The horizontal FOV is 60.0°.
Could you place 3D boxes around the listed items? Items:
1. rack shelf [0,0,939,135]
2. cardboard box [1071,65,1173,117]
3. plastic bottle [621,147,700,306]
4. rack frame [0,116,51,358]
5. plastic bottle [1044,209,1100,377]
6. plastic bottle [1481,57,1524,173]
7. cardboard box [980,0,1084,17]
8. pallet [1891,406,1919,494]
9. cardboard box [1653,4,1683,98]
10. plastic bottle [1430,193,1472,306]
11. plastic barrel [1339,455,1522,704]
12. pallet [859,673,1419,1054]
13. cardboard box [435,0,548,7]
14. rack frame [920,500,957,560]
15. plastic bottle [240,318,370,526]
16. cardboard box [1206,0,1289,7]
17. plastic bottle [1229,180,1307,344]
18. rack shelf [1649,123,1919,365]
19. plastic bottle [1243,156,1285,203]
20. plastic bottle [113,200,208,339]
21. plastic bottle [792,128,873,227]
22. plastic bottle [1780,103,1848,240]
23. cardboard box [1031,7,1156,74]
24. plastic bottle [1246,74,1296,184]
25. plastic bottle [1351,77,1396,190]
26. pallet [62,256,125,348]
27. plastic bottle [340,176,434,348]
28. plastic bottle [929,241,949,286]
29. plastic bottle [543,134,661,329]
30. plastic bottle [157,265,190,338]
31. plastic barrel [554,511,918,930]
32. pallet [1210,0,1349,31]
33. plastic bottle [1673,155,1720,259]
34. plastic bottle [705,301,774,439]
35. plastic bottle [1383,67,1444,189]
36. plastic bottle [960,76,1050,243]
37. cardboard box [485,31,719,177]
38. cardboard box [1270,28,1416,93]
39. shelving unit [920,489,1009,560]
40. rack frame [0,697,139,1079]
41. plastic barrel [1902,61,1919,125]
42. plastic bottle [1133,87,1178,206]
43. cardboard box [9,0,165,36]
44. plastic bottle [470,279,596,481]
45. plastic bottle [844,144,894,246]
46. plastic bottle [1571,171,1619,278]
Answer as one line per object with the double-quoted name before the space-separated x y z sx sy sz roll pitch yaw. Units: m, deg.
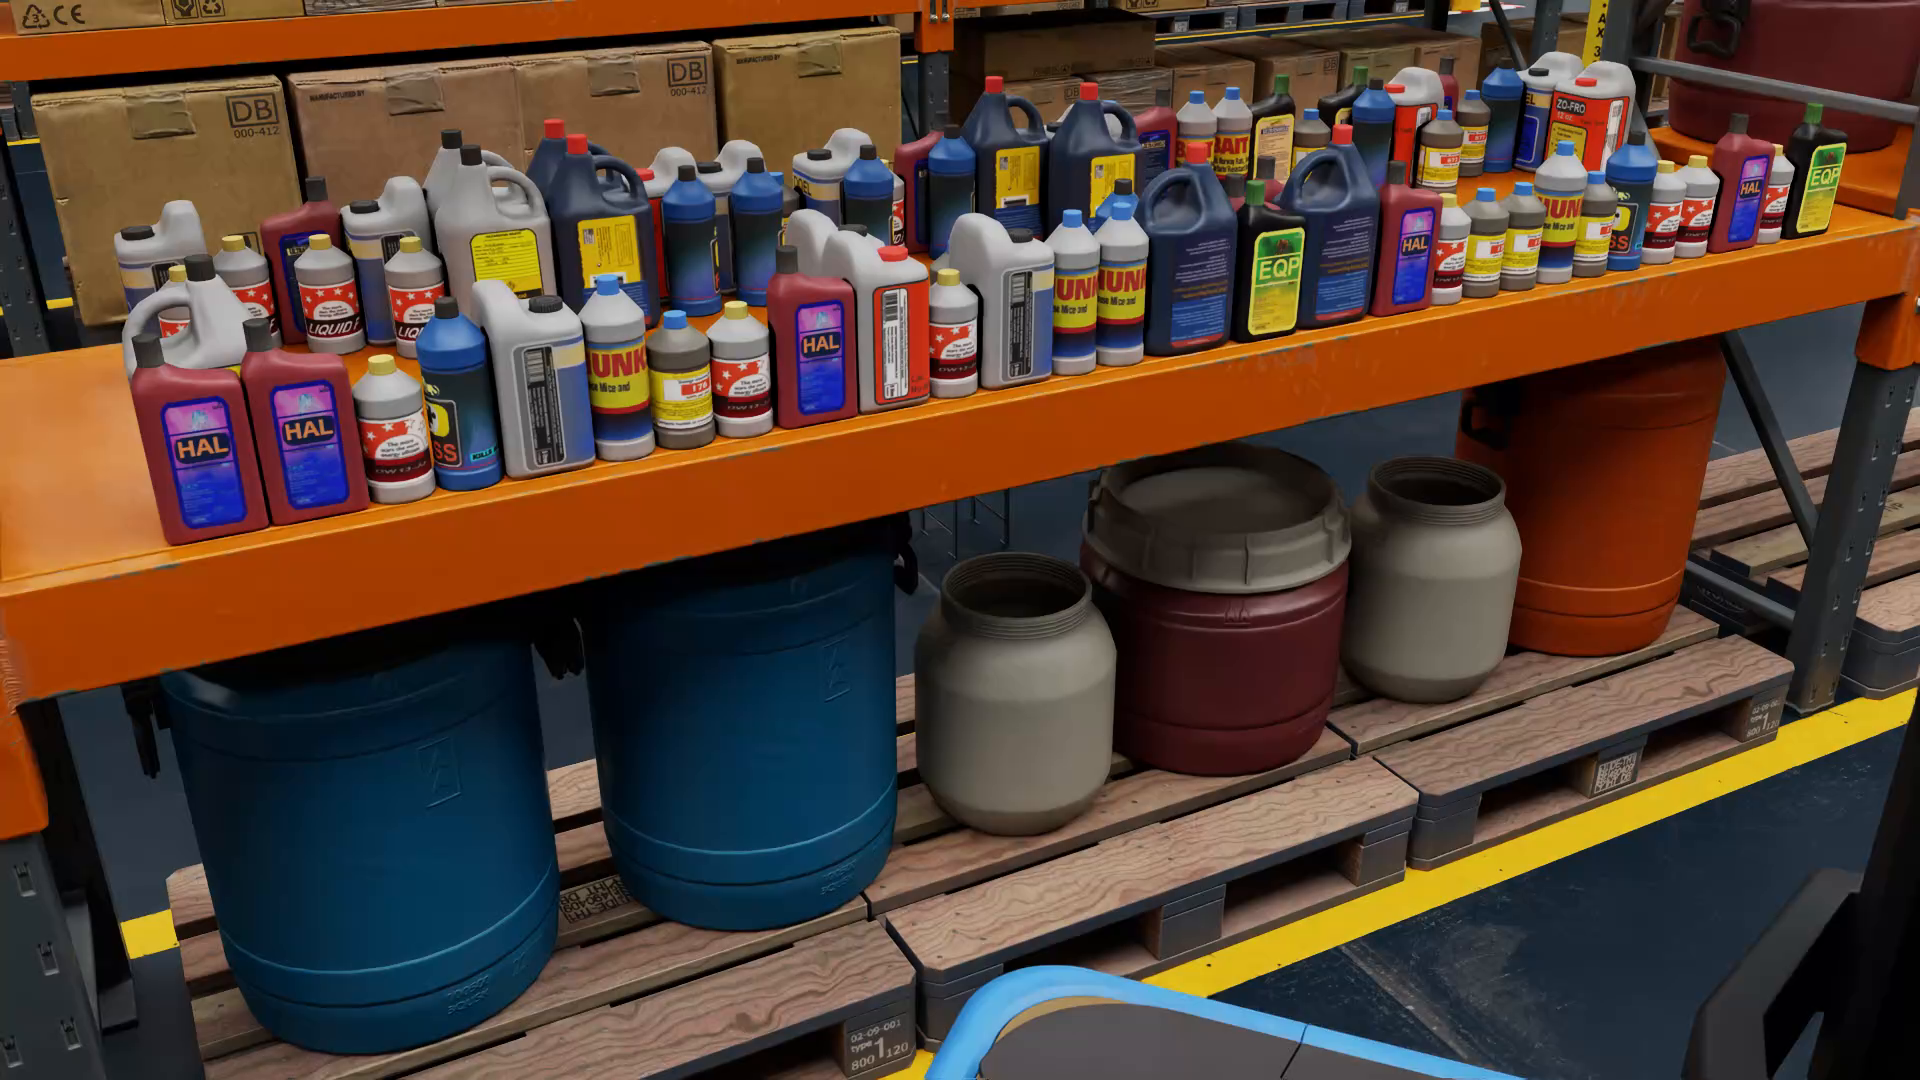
"rack shelf" -2.104 -2.256 7.314 4.000 0.370 1.077 -13 29 -25
"cardboard box" 0.726 -2.321 8.998 0.500 0.500 0.700 -16 30 -29
"plastic bottle" -0.575 -0.606 3.190 0.135 0.276 0.152 -13 29 -25
"rack frame" -3.869 -2.173 6.310 0.127 3.000 1.000 -13 29 -25
"plastic bottle" 0.186 -0.421 2.810 0.097 0.271 0.097 0 26 0
"plastic bottle" 1.342 -1.060 4.141 0.097 0.271 0.097 0 26 0
"cardboard box" 0.440 -4.731 13.753 0.750 0.750 1.050 -13 29 -25
"pallet" 3.768 -0.228 5.482 1.213 0.211 1.003 -13 29 -25
"cardboard box" 4.574 -3.207 10.866 0.500 0.500 0.500 -16 30 -30
"plastic bottle" 0.920 -0.559 3.177 0.097 0.201 0.097 0 26 0
"plastic barrel" 1.111 0.092 3.982 0.421 0.512 0.421 0 26 0
"pallet" 0.240 0.585 3.789 1.213 0.211 1.003 -13 29 -25
"cardboard box" -2.007 -2.528 6.933 0.500 0.500 0.500 -12 28 -24
"rack frame" -0.068 -0.525 4.958 0.006 1.200 0.240 -13 29 -25
"plastic bottle" -0.896 -0.167 2.268 0.133 0.283 0.061 -13 29 -25
"cardboard box" 2.327 -5.235 14.657 0.875 0.875 0.875 -13 28 -25
"plastic bottle" 0.546 -0.500 2.961 0.133 0.283 0.061 -13 29 -25
"rack shelf" 3.756 -1.179 5.071 4.000 0.370 1.077 -13 29 -25
"plastic bottle" 0.595 -0.582 3.132 0.133 0.283 0.061 -13 29 -25
"plastic bottle" -1.343 -0.429 2.821 0.135 0.276 0.152 -13 29 -25
"plastic bottle" -0.252 -0.681 3.345 0.135 0.276 0.152 -13 29 -25
"plastic bottle" 1.835 -0.798 3.581 0.133 0.283 0.061 -13 29 -25
"cardboard box" 0.701 -2.657 8.831 0.500 0.250 0.500 -10 27 -19
"plastic bottle" 0.706 -0.927 3.851 0.133 0.283 0.061 -13 29 -25
"plastic bottle" 0.962 -0.942 3.896 0.097 0.271 0.097 0 26 0
"pallet" -3.224 -1.102 7.300 1.213 0.211 1.003 -13 29 -25
"plastic bottle" -1.020 -0.503 2.976 0.135 0.276 0.152 -13 29 -25
"plastic bottle" -0.004 -0.420 2.889 0.097 0.201 0.097 0 26 0
"plastic bottle" -0.650 -0.554 2.994 0.185 0.351 0.144 -13 29 -25
"plastic bottle" -1.268 -0.351 2.746 0.097 0.201 0.097 0 26 0
"plastic barrel" -0.426 0.227 3.251 0.708 0.901 0.600 -13 29 -25
"pallet" 2.731 -4.835 15.076 1.213 0.211 1.003 -13 29 -25
"plastic bottle" 1.521 -0.697 3.466 0.097 0.201 0.097 0 26 0
"plastic bottle" -0.341 -0.268 2.571 0.097 0.201 0.097 0 26 0
"plastic bottle" 1.049 -0.981 3.971 0.135 0.276 0.152 -13 29 -25
"plastic bottle" 0.091 -0.795 3.498 0.185 0.351 0.144 -13 29 -25
"cardboard box" -1.749 -1.908 7.727 0.875 0.875 1.225 -13 29 -25
"cardboard box" 2.208 -2.667 9.718 0.500 0.500 0.700 -13 29 -25
"shelving unit" 0.013 -0.544 4.996 0.189 1.200 0.258 -13 29 -25
"rack frame" -1.538 -0.281 2.370 0.127 3.000 1.000 -13 29 -25
"plastic barrel" 2.798 -1.437 4.649 0.421 0.512 0.421 0 26 0
"plastic bottle" 0.416 -0.861 3.712 0.133 0.283 0.061 -13 29 -25
"cardboard box" -3.346 -2.216 6.284 0.500 0.500 0.500 -13 29 -25
"plastic bottle" -0.628 -0.248 2.445 0.135 0.276 0.152 -13 29 -25
"plastic bottle" -0.177 -0.635 3.255 0.097 0.271 0.097 0 26 0
"plastic bottle" 1.263 -0.638 3.342 0.097 0.201 0.097 0 26 0
